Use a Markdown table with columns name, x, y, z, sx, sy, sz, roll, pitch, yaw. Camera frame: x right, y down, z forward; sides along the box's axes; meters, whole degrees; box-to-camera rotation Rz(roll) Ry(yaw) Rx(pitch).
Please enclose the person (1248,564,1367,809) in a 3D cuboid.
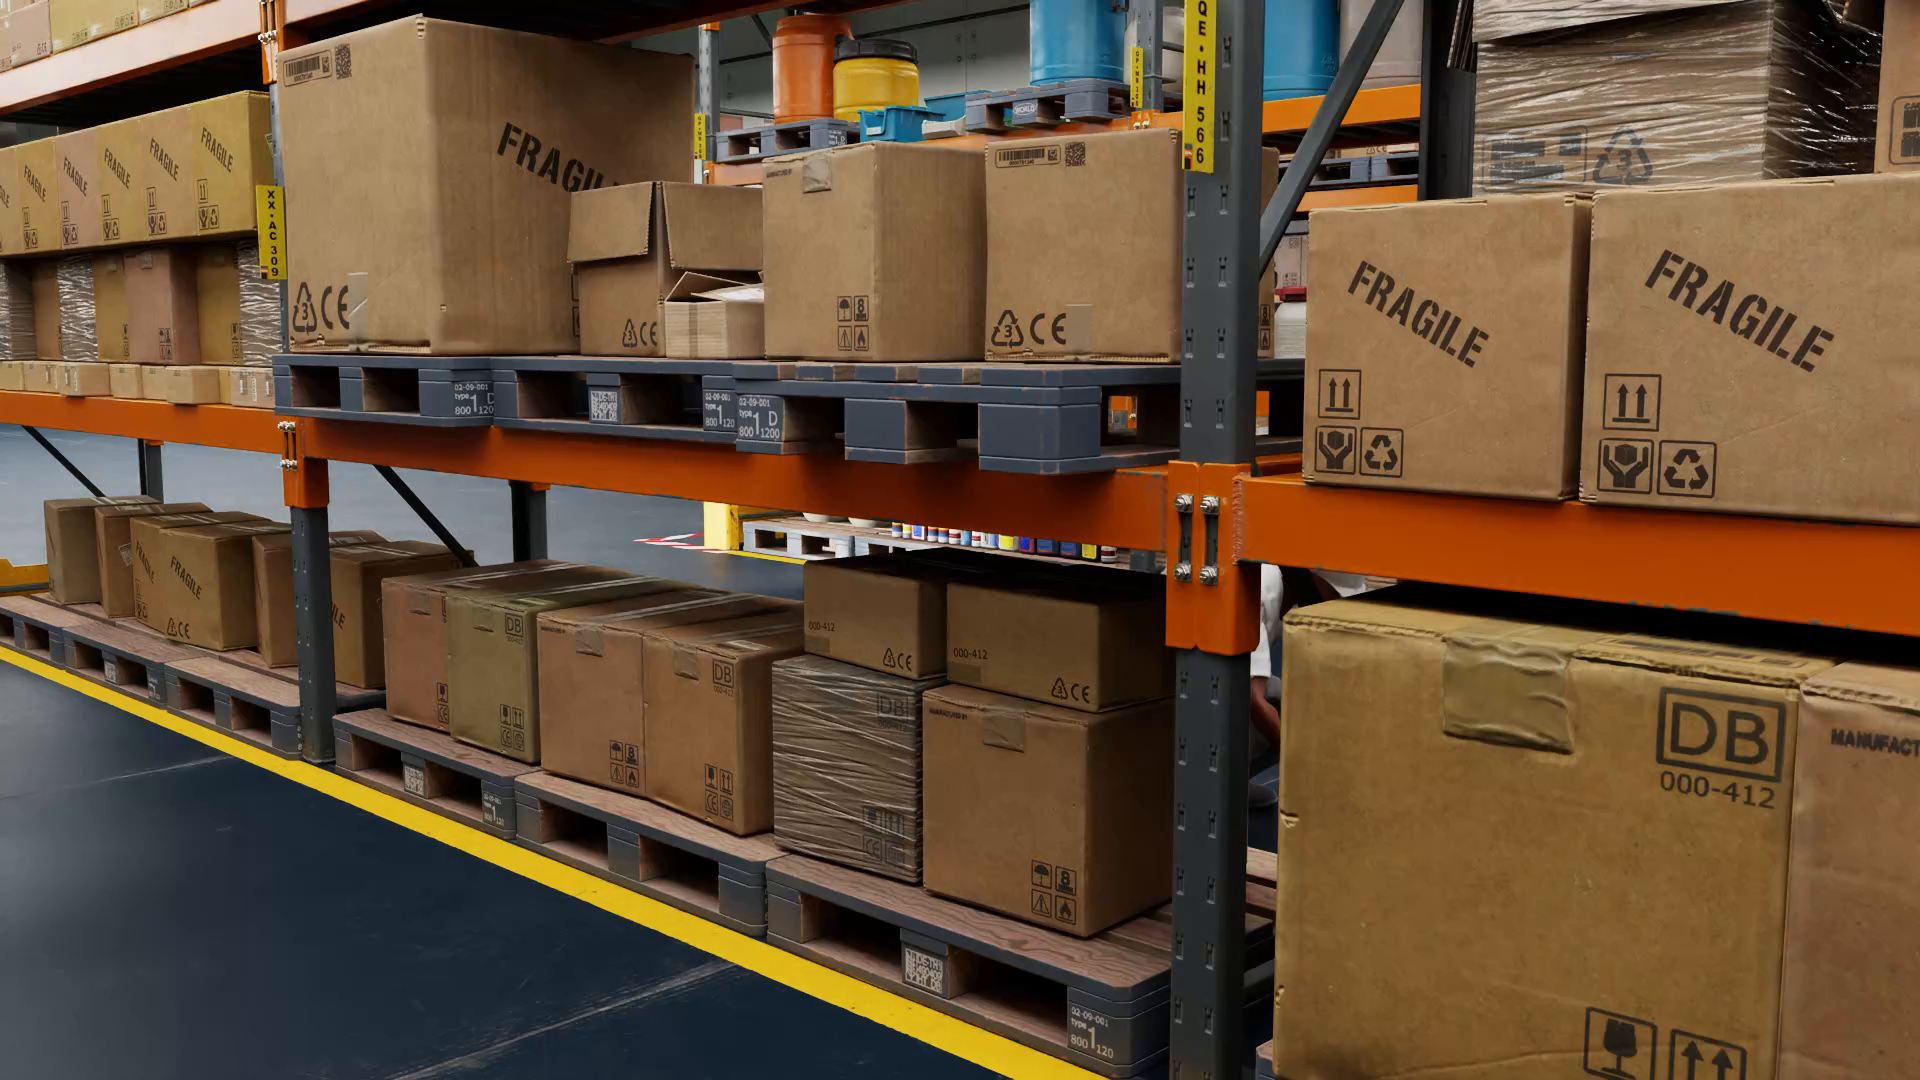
| name | x | y | z | sx | sy | sz | roll | pitch | yaw |
| --- | --- | --- | --- | --- | --- | --- | --- | --- | --- |
| person | 0.953 | 0.419 | 5.416 | 0.881 | 1.003 | 0.578 | 6 | 10 | 43 |
